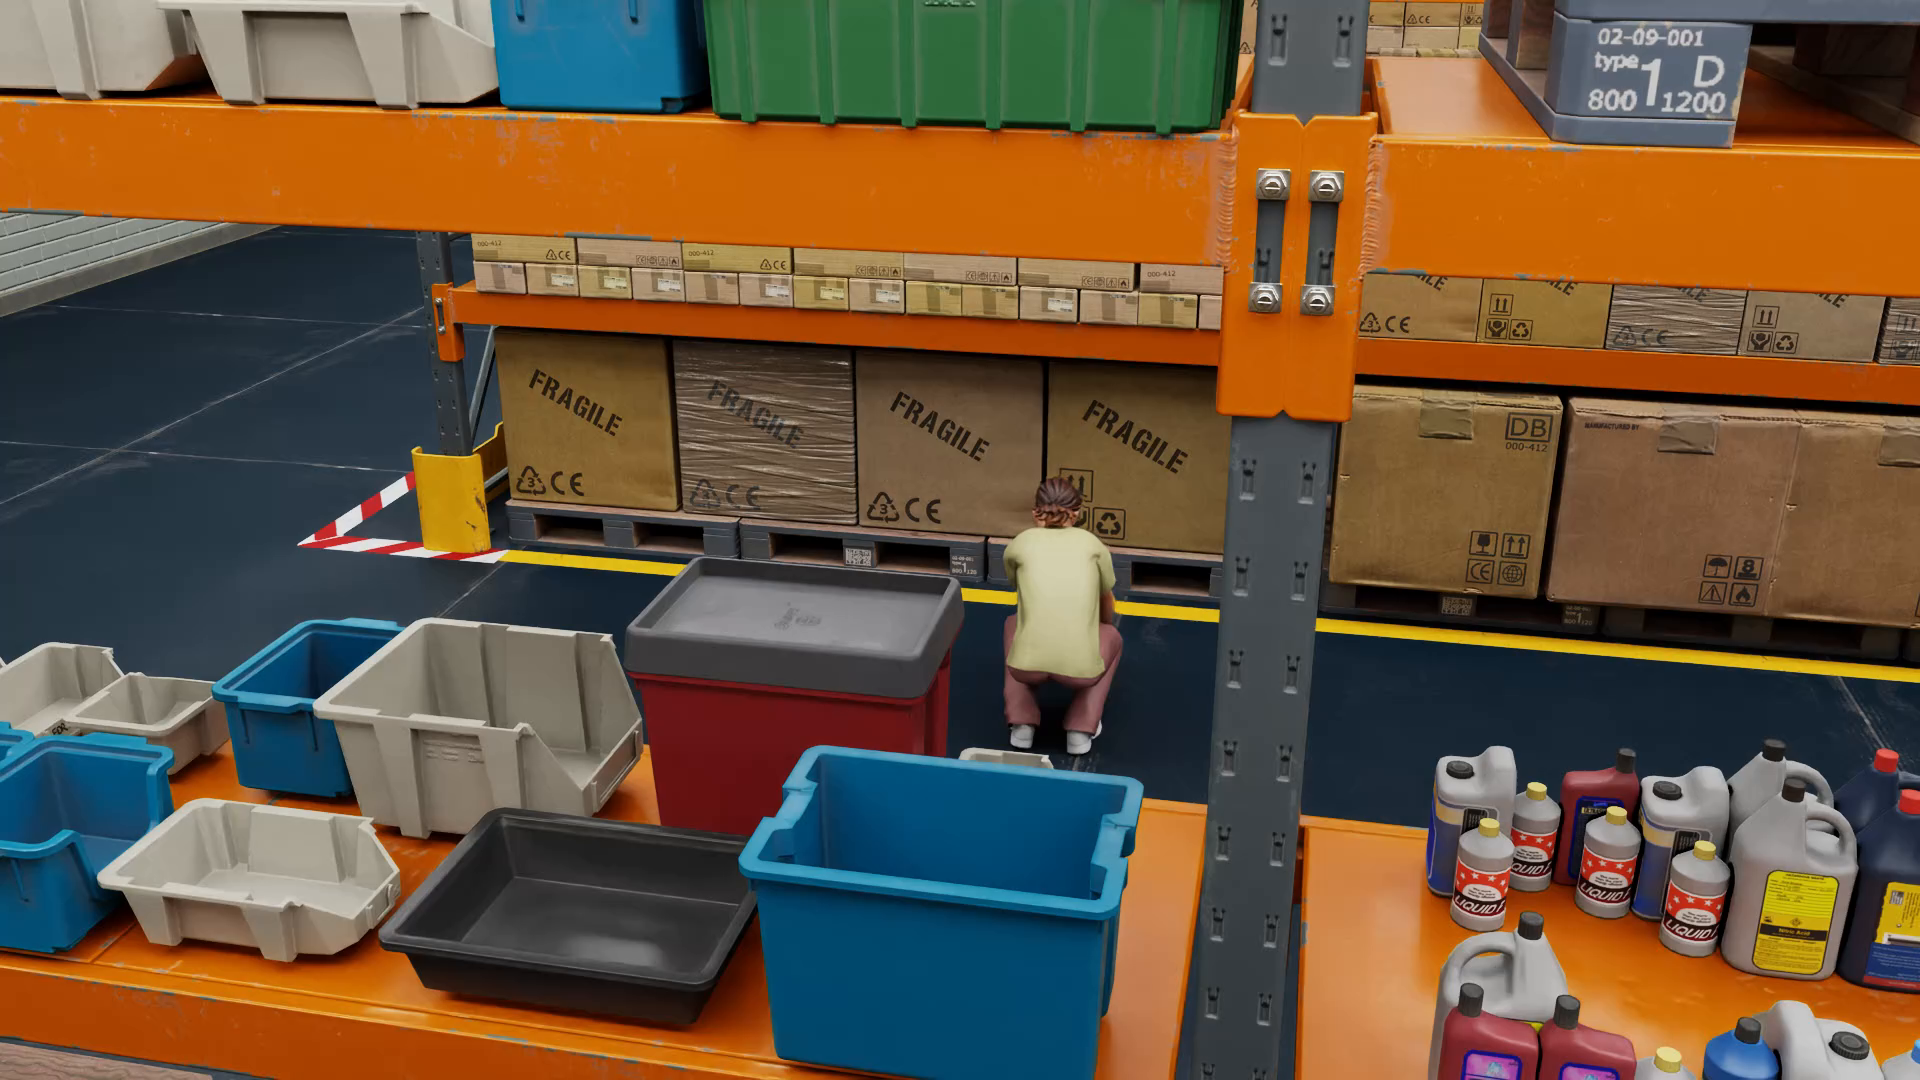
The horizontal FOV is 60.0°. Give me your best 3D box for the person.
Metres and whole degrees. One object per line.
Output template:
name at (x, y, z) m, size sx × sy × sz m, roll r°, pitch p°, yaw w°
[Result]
person at (0.385, 0.272, 6.418) m, size 0.474 × 0.937 × 0.816 m, roll 4°, pitch 22°, yaw 10°
